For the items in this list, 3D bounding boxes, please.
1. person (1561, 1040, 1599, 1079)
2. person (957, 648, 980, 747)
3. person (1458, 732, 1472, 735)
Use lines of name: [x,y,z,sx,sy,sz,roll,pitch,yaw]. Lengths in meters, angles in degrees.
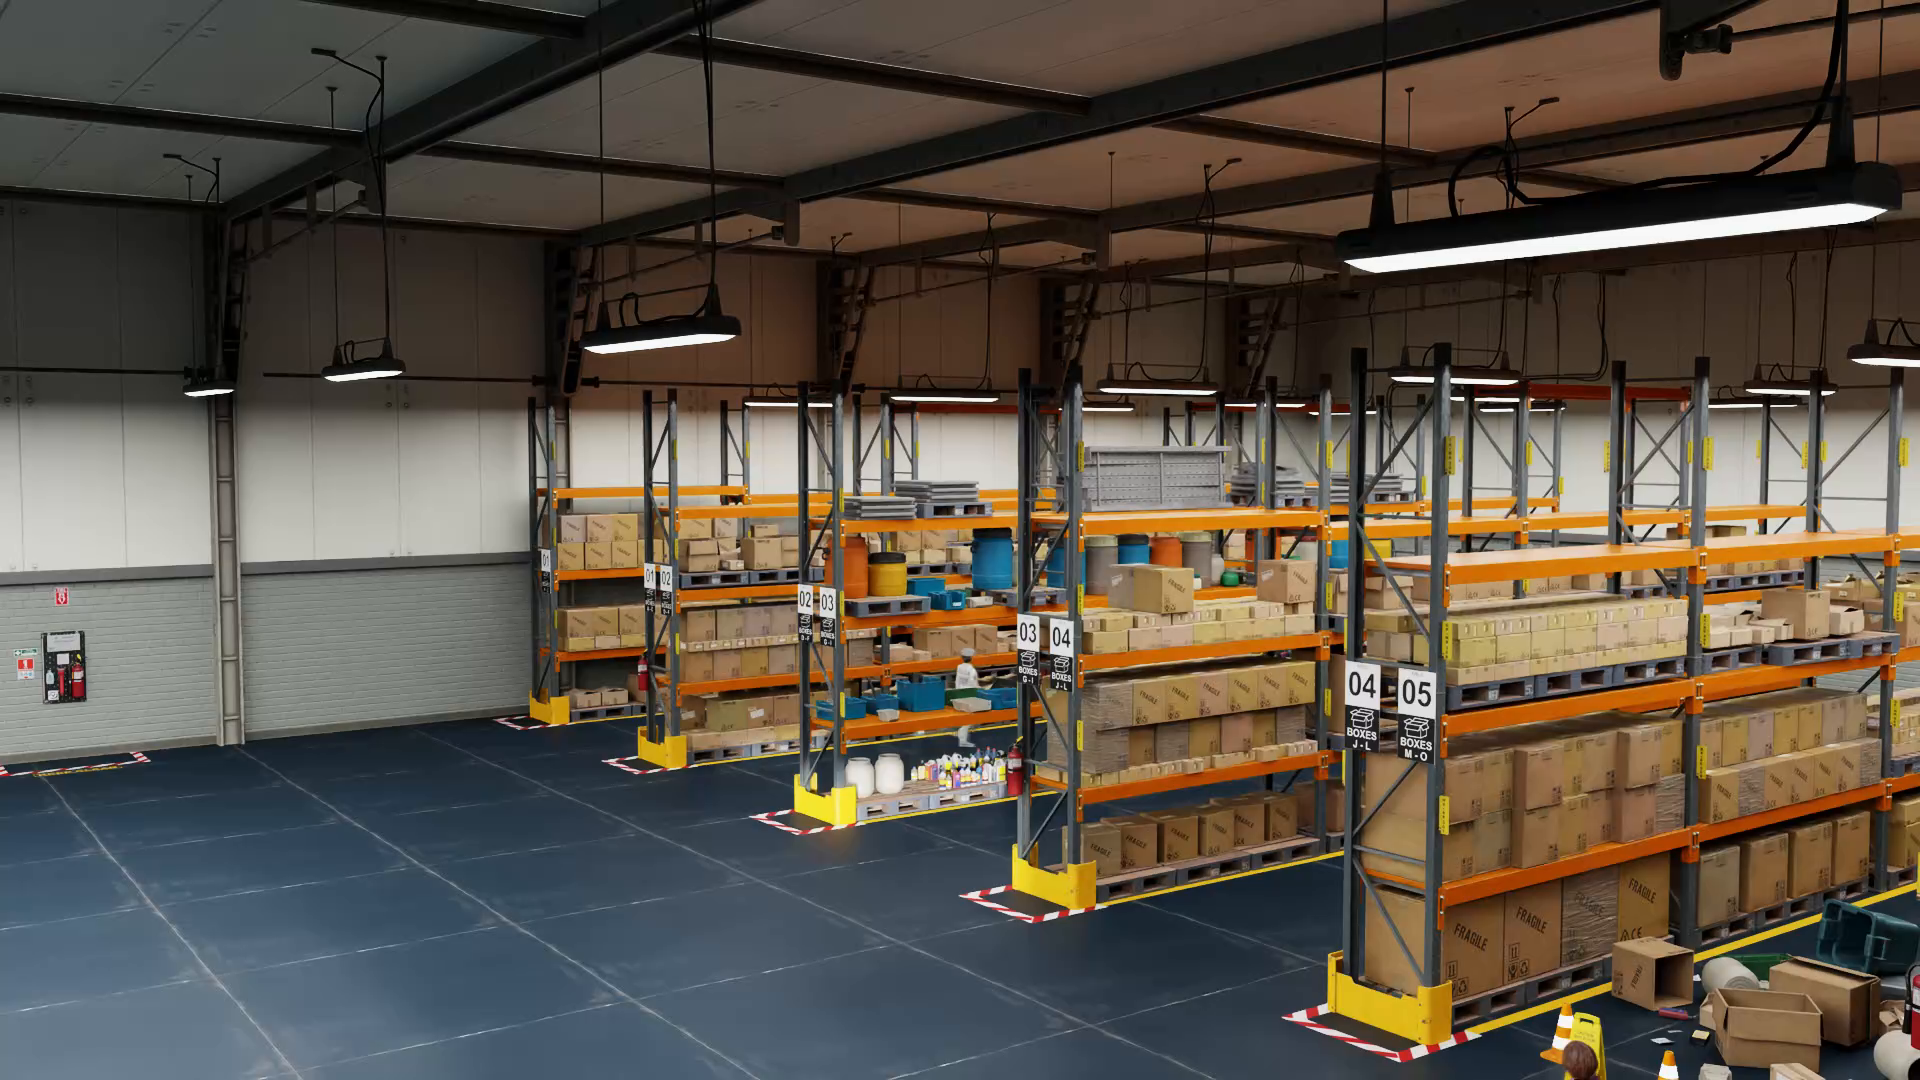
person: [3.646,3.780,10.005,0.418,1.601,0.500,1,4,23]
person: [0.176,2.660,27.980,0.440,1.703,0.443,0,3,-6]
person: [6.079,3.143,20.270,0.379,1.669,0.526,2,4,26]
